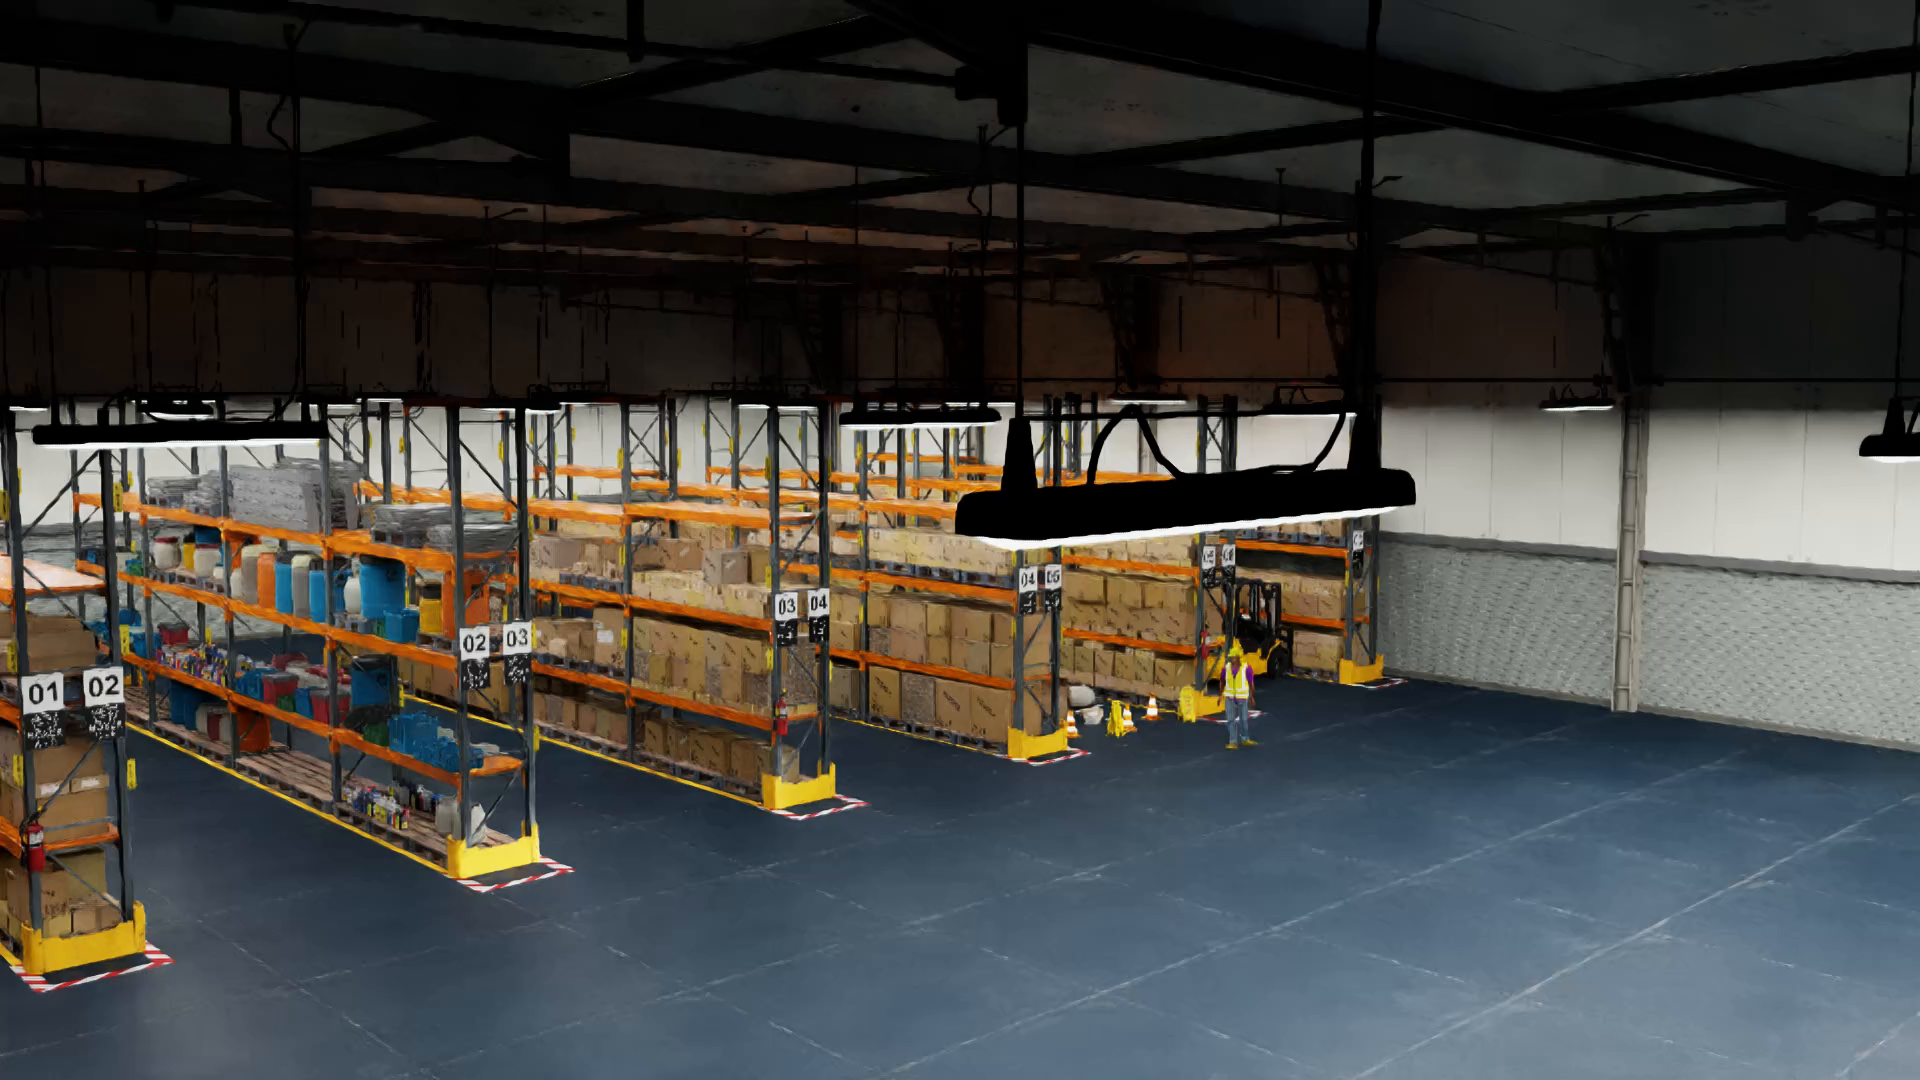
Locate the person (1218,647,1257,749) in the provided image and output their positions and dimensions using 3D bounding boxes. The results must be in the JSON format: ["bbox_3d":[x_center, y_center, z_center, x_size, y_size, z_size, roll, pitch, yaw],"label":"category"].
[{"bbox_3d":[4.767,2.701,28.614,0.662,1.758,0.550,2,6,19],"label":"person"}]
